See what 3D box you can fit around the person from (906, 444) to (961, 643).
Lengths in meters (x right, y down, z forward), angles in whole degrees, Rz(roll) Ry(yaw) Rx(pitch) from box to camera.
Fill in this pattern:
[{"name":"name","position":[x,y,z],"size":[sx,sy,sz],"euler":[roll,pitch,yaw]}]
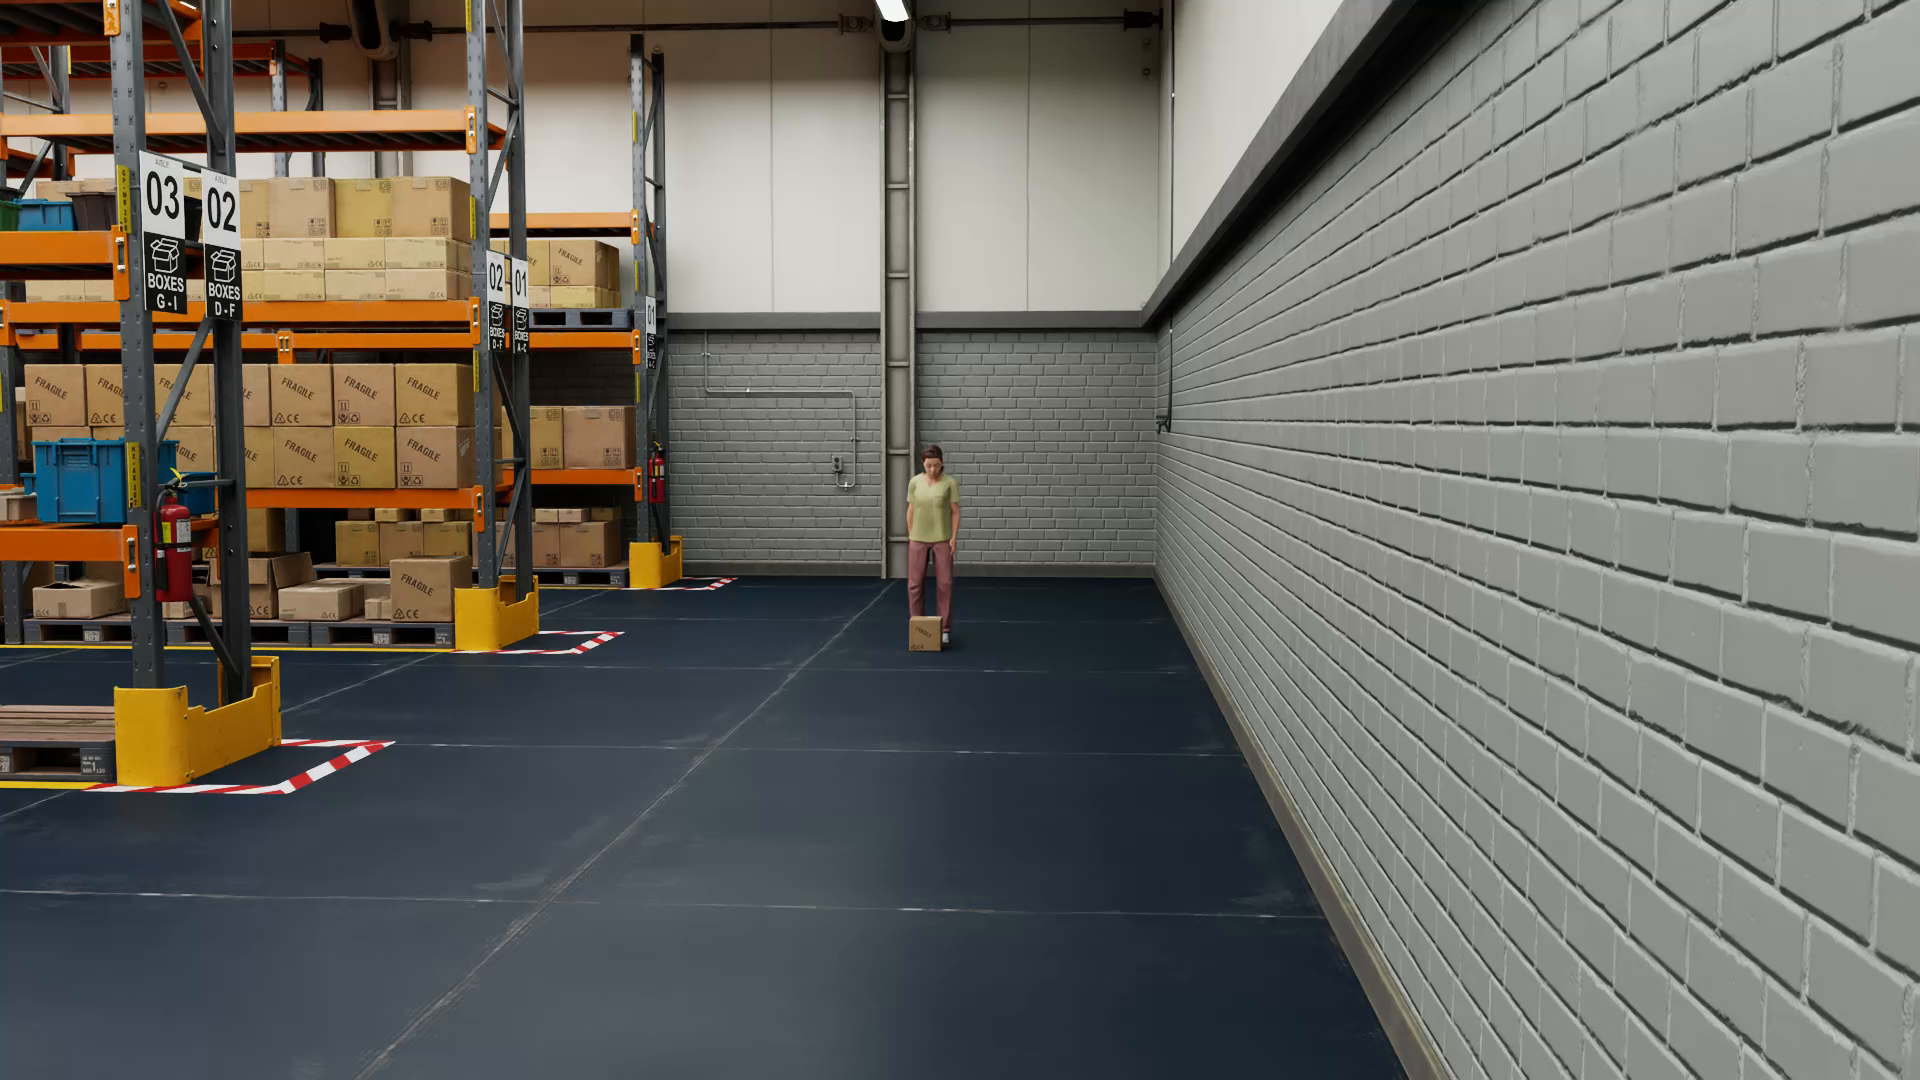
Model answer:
[{"name":"person","position":[-0.224,0.028,13.903],"size":[0.458,1.659,0.351],"euler":[0,4,5]}]
